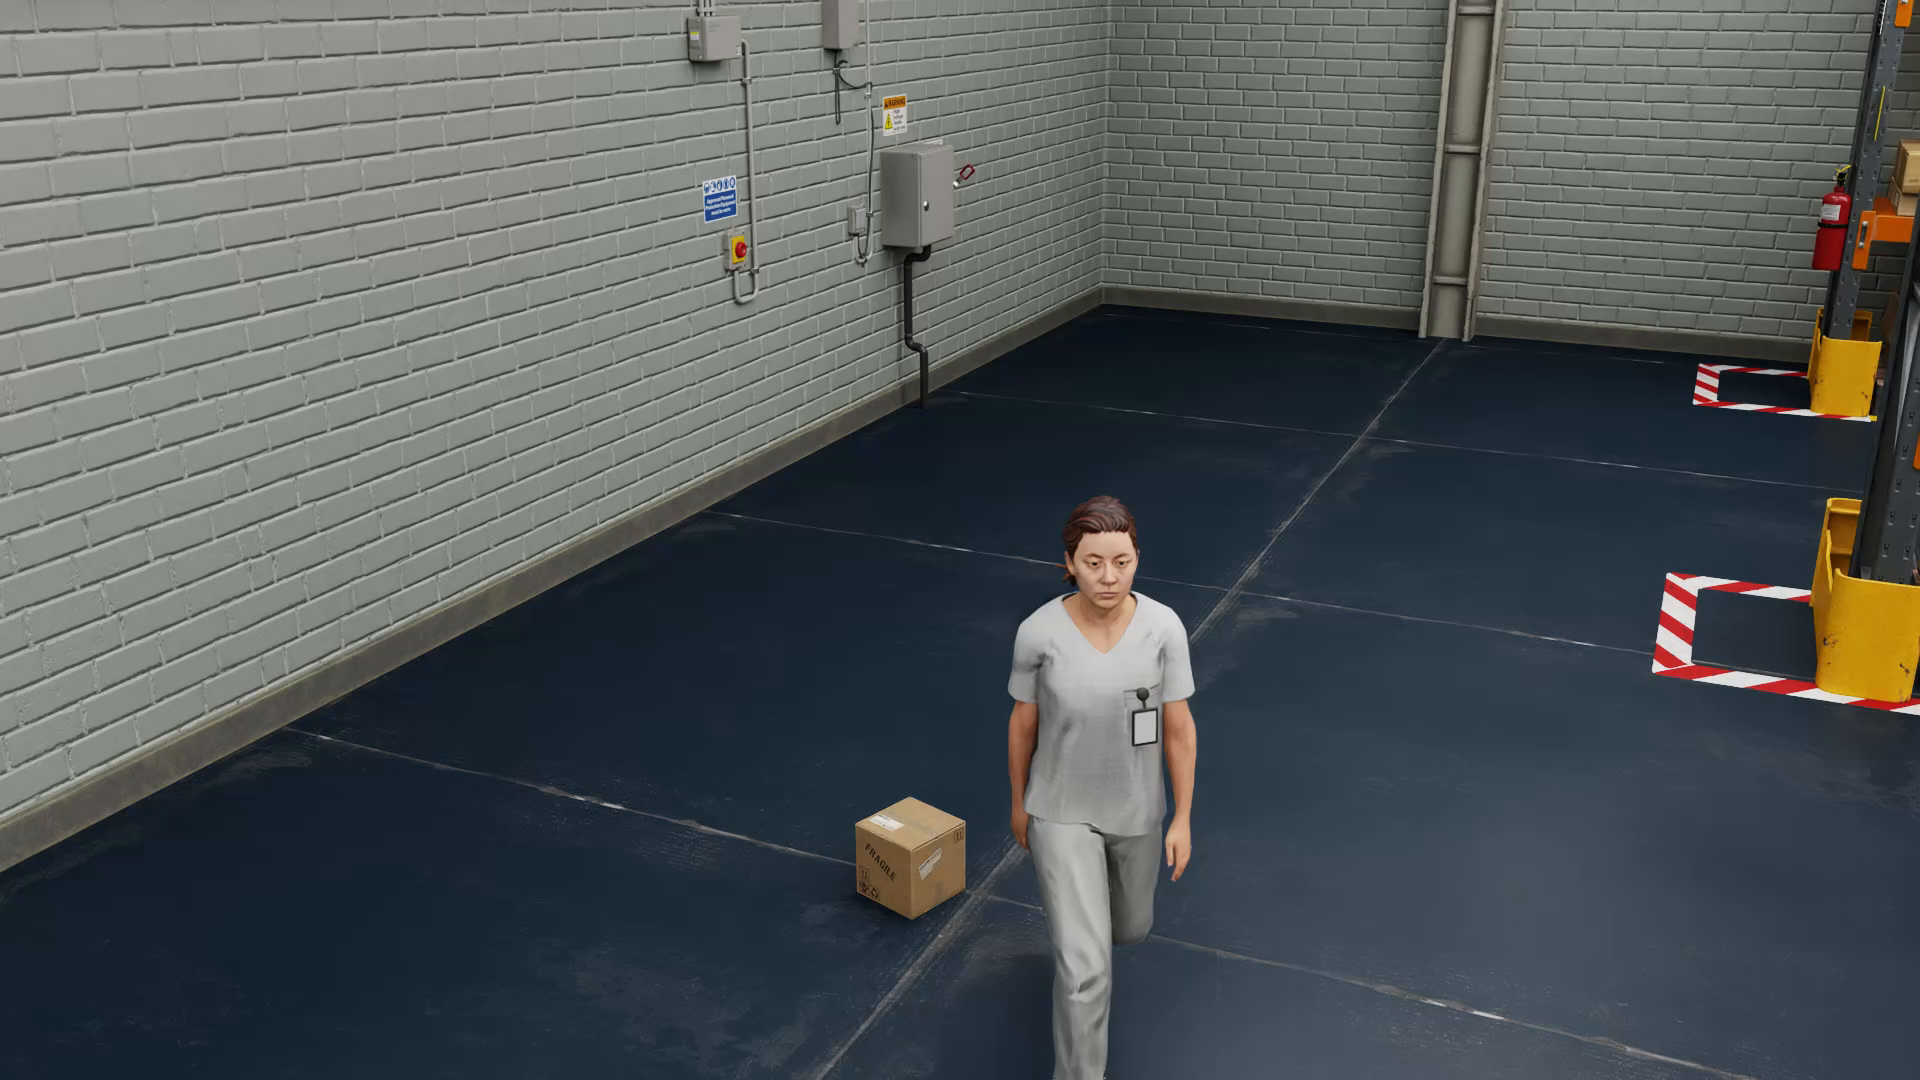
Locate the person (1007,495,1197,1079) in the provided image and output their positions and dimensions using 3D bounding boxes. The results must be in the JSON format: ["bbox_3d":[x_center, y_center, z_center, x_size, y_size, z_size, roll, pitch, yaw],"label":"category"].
[{"bbox_3d":[0.338,0.649,4.179,0.447,1.615,0.995,-3,19,-8],"label":"person"}]
